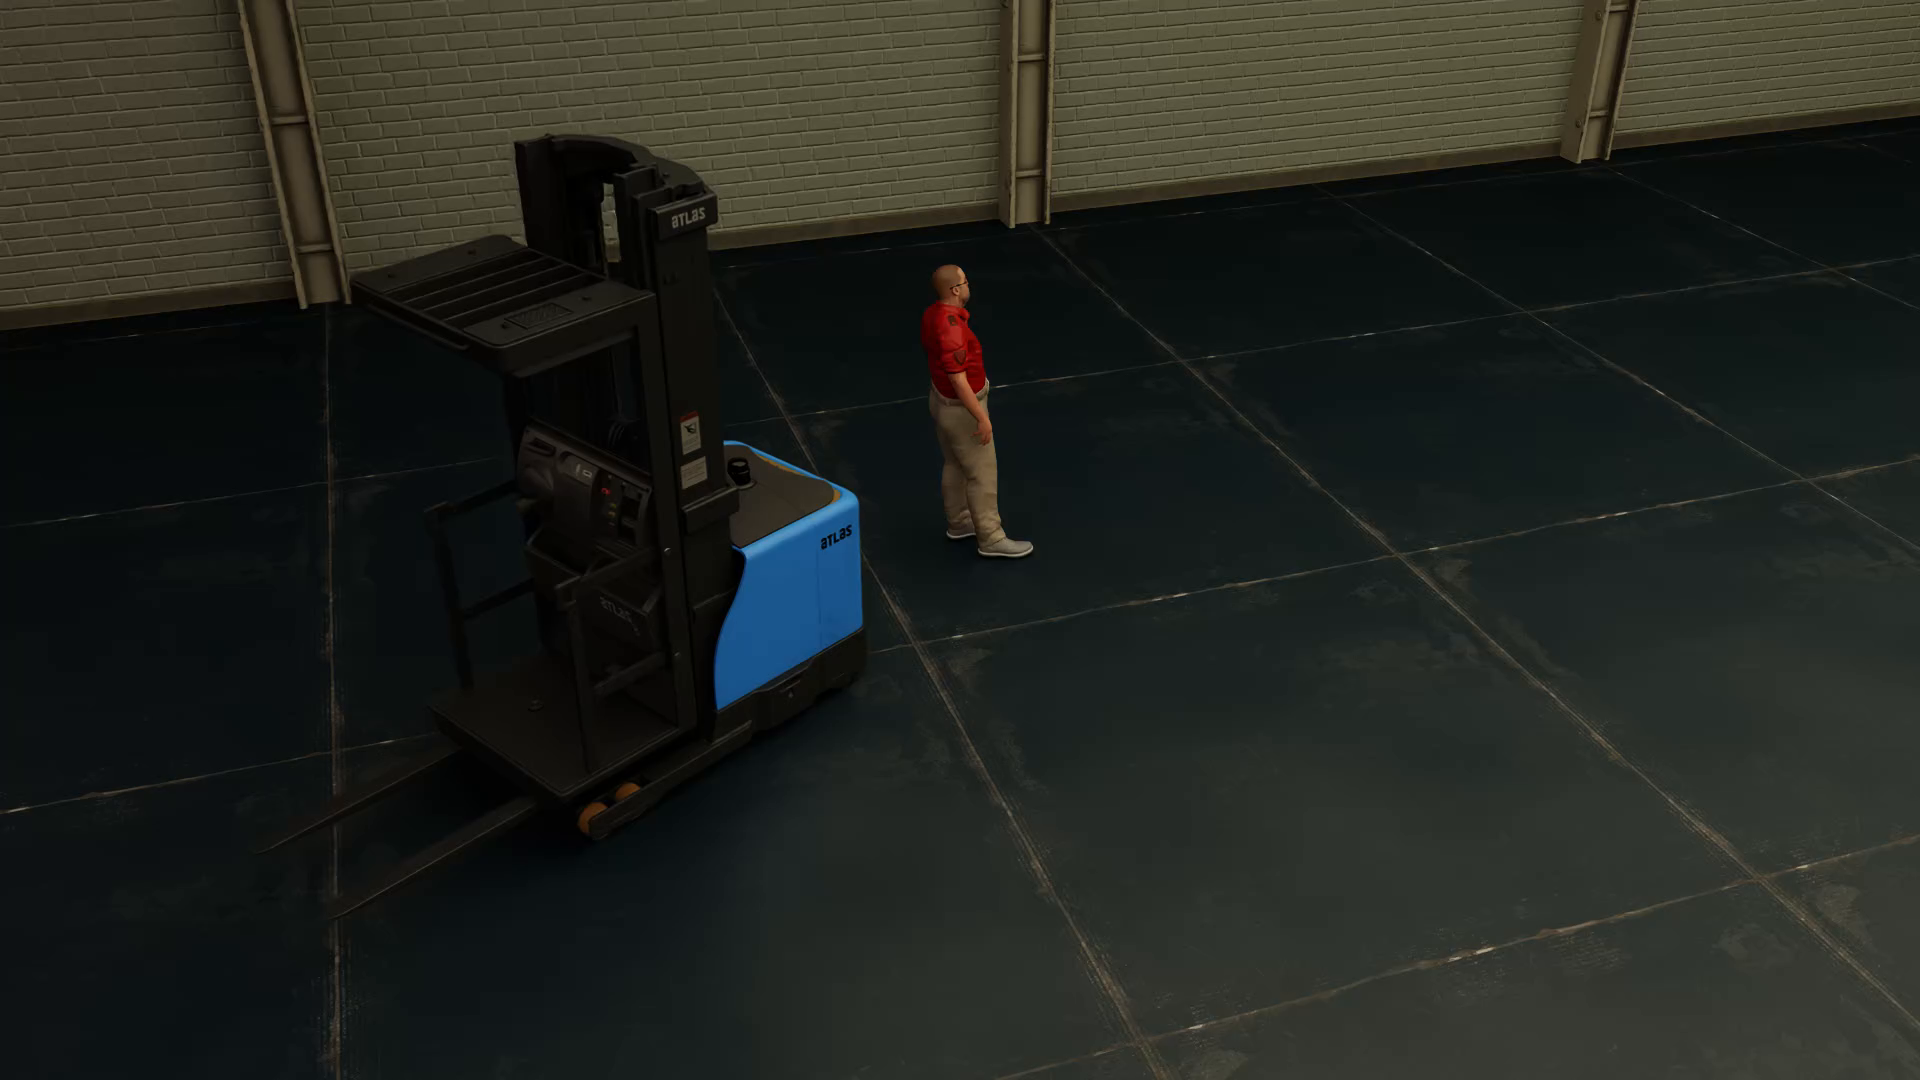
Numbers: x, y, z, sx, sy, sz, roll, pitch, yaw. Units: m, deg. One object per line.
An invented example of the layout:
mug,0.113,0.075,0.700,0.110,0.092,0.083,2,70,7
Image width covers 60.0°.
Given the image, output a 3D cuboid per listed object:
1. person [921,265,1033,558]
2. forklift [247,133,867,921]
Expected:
person,0.089,-0.764,9.606,0.551,1.727,0.640,-10,31,-16
forklift,-1.847,-0.182,7.404,1.130,2.935,3.031,24,38,35
